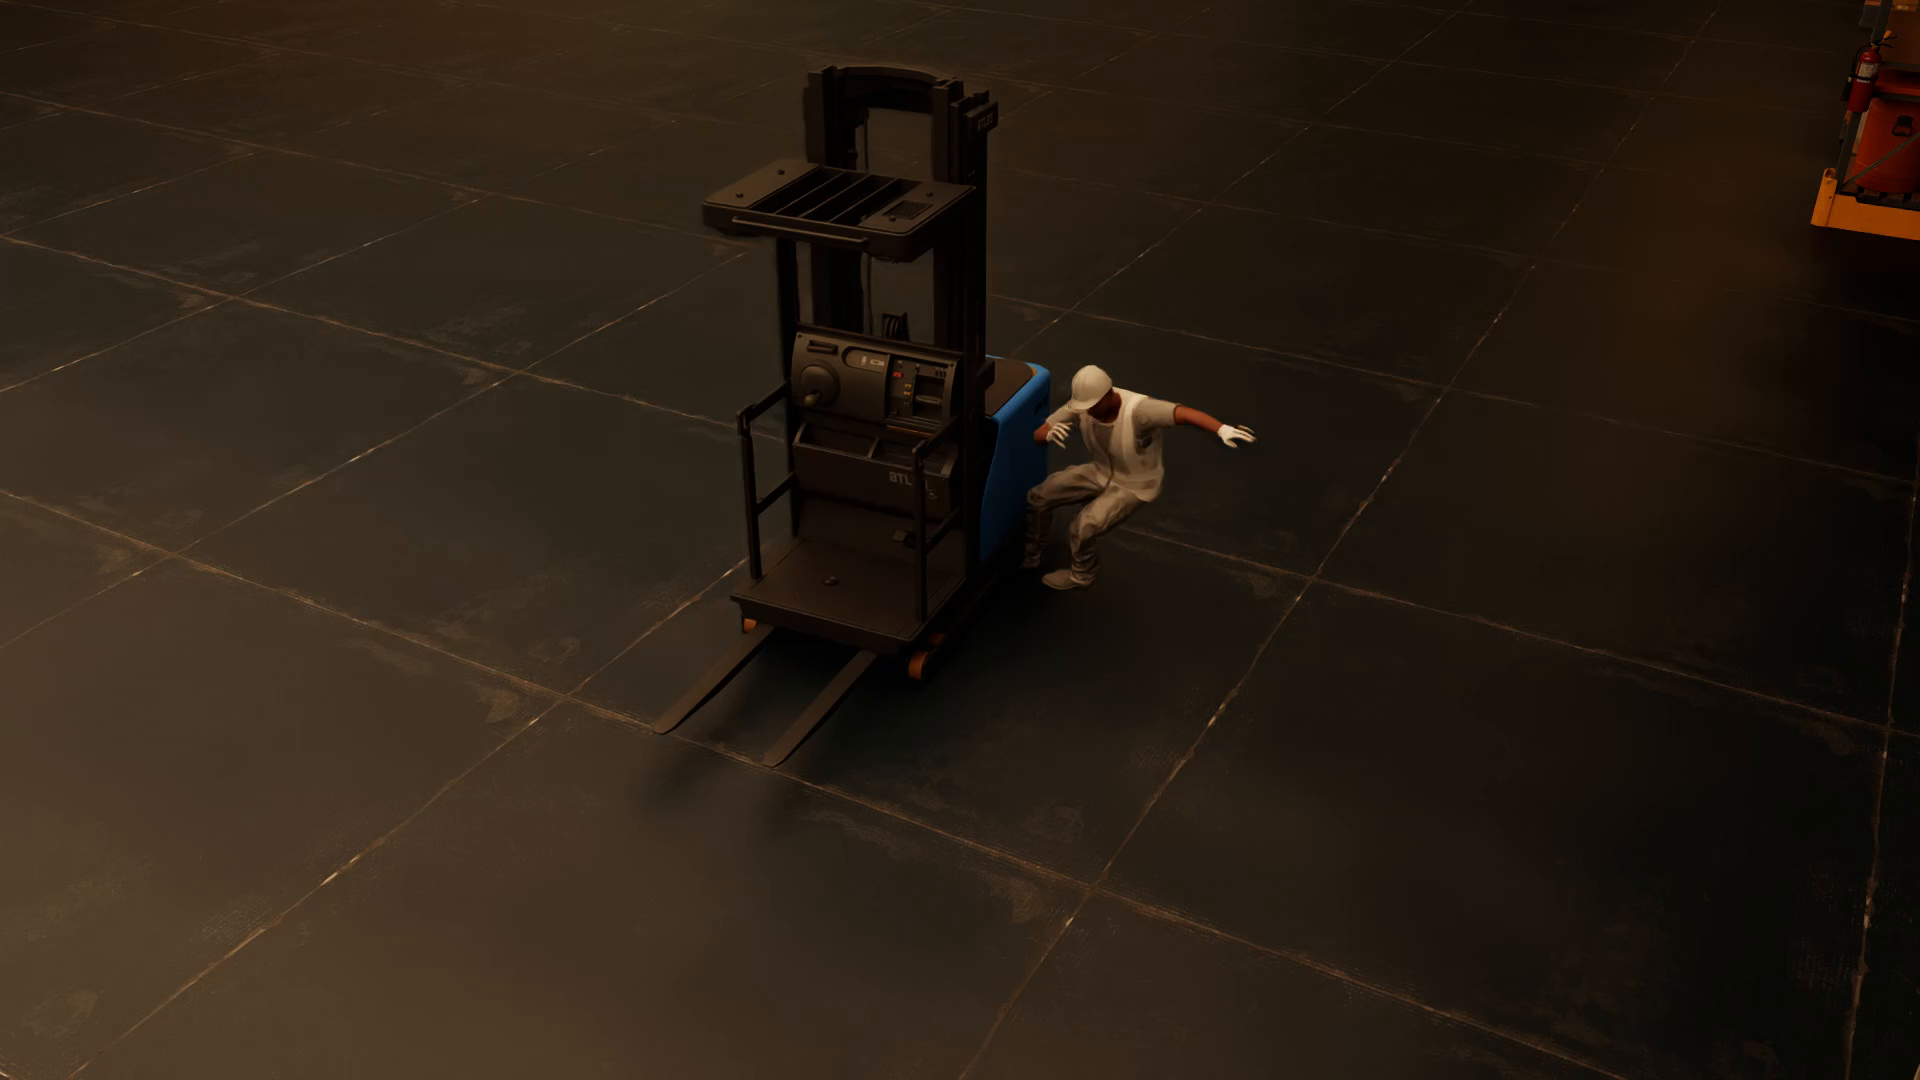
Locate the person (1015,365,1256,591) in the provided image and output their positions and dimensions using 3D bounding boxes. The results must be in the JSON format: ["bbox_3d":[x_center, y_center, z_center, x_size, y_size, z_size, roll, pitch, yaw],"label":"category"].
[{"bbox_3d":[0.856,-0.258,9.036,0.768,1.440,1.519,-26,39,-37],"label":"person"}]

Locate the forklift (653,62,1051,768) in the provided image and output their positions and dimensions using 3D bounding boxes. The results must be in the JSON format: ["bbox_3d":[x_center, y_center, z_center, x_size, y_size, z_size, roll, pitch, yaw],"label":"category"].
[{"bbox_3d":[-0.537,-0.776,8.416,1.130,2.935,3.031,13,32,21],"label":"forklift"}]
